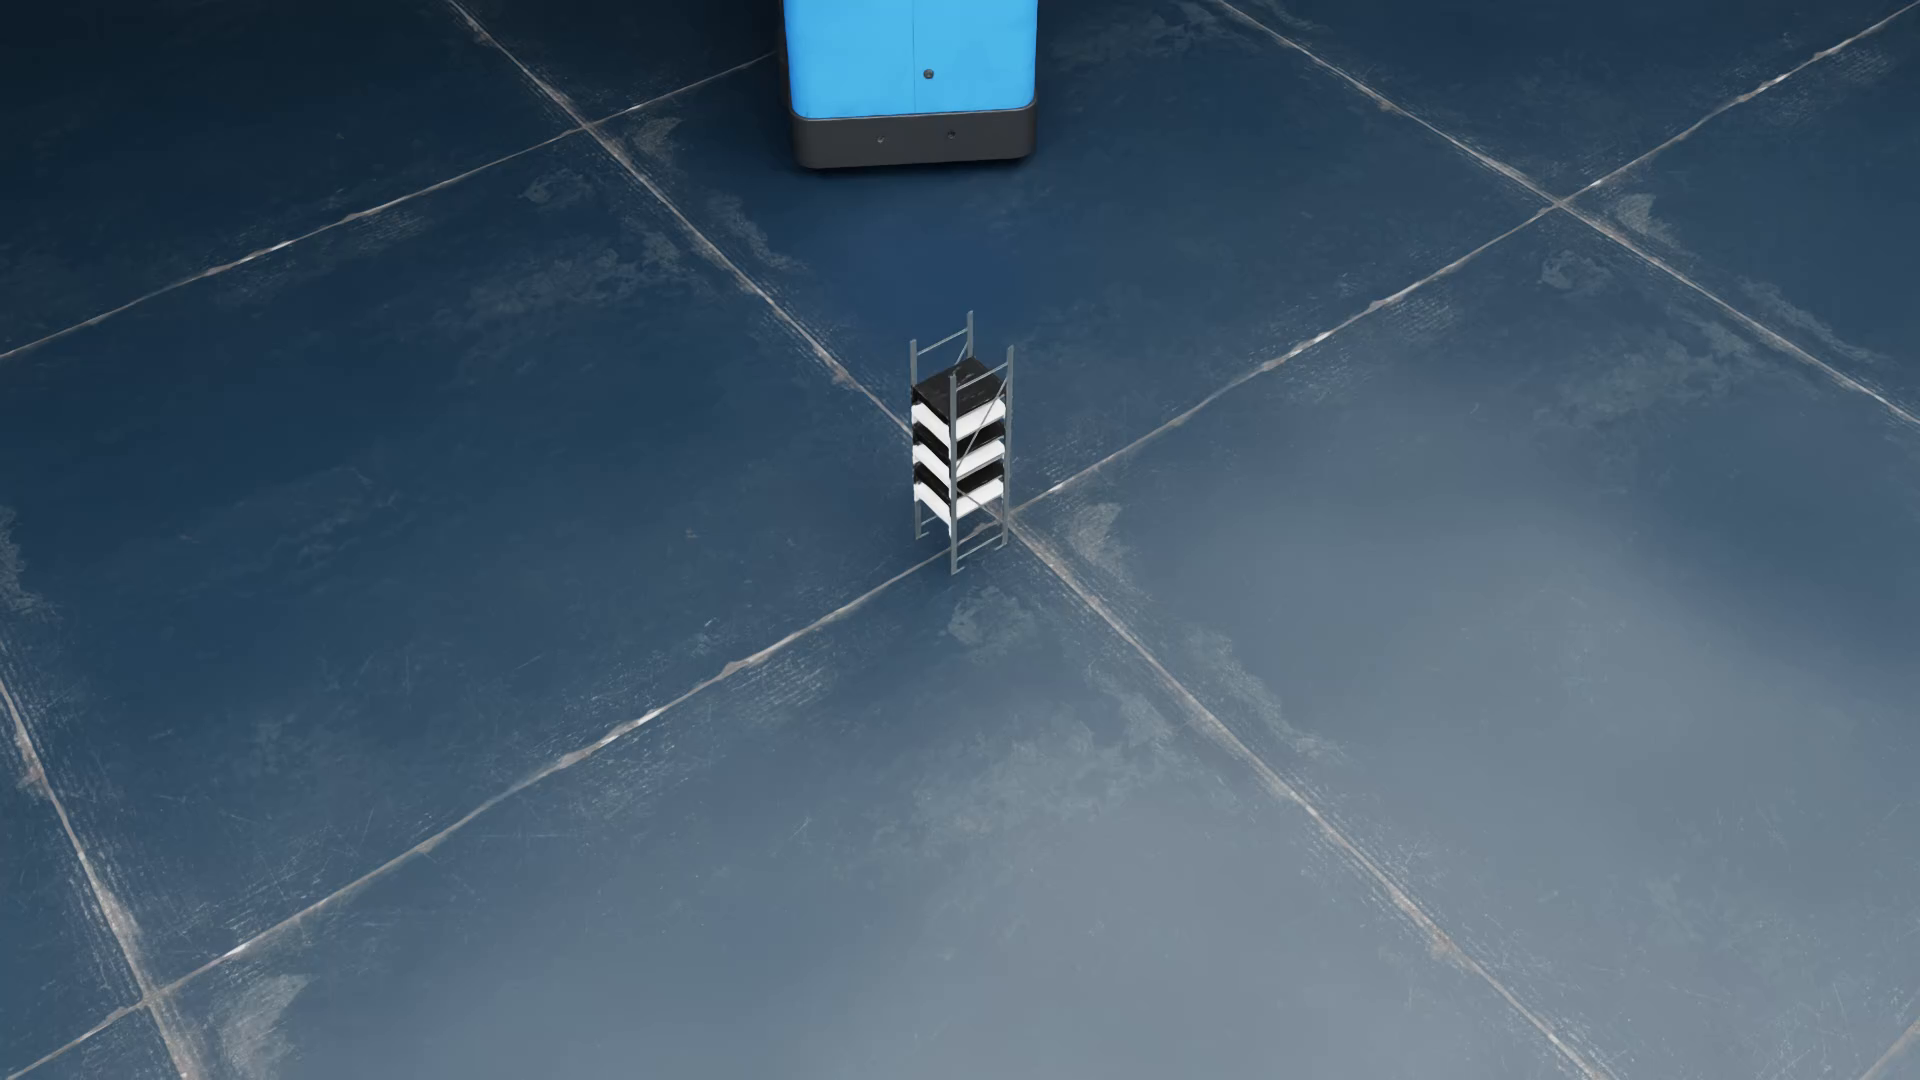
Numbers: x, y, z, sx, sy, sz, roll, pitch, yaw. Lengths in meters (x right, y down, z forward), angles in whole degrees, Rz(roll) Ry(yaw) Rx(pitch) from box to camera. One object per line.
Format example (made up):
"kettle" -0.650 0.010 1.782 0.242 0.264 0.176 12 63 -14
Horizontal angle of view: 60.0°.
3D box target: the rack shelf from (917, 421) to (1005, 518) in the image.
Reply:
"rack shelf" 0.005 -0.264 5.450 0.221 0.281 0.190 -29 54 -24

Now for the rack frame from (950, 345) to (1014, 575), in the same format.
"rack frame" 0.066 -0.237 5.358 0.240 0.900 0.006 -29 54 -24

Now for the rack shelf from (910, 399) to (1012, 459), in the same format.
"rack shelf" 0.005 -0.396 5.304 0.258 0.077 0.200 -29 54 -24

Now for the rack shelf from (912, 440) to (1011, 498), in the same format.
"rack shelf" 0.005 -0.275 5.437 0.258 0.077 0.200 -29 54 -24

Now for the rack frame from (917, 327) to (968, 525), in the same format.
"rack frame" -0.057 -0.357 5.466 0.228 0.785 0.003 -29 54 -24

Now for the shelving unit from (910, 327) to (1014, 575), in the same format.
"shelving unit" 0.005 -0.297 5.412 0.258 0.900 0.208 -29 54 -24

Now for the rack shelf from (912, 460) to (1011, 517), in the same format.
"rack shelf" 0.005 -0.215 5.504 0.258 0.077 0.200 -29 54 -24
